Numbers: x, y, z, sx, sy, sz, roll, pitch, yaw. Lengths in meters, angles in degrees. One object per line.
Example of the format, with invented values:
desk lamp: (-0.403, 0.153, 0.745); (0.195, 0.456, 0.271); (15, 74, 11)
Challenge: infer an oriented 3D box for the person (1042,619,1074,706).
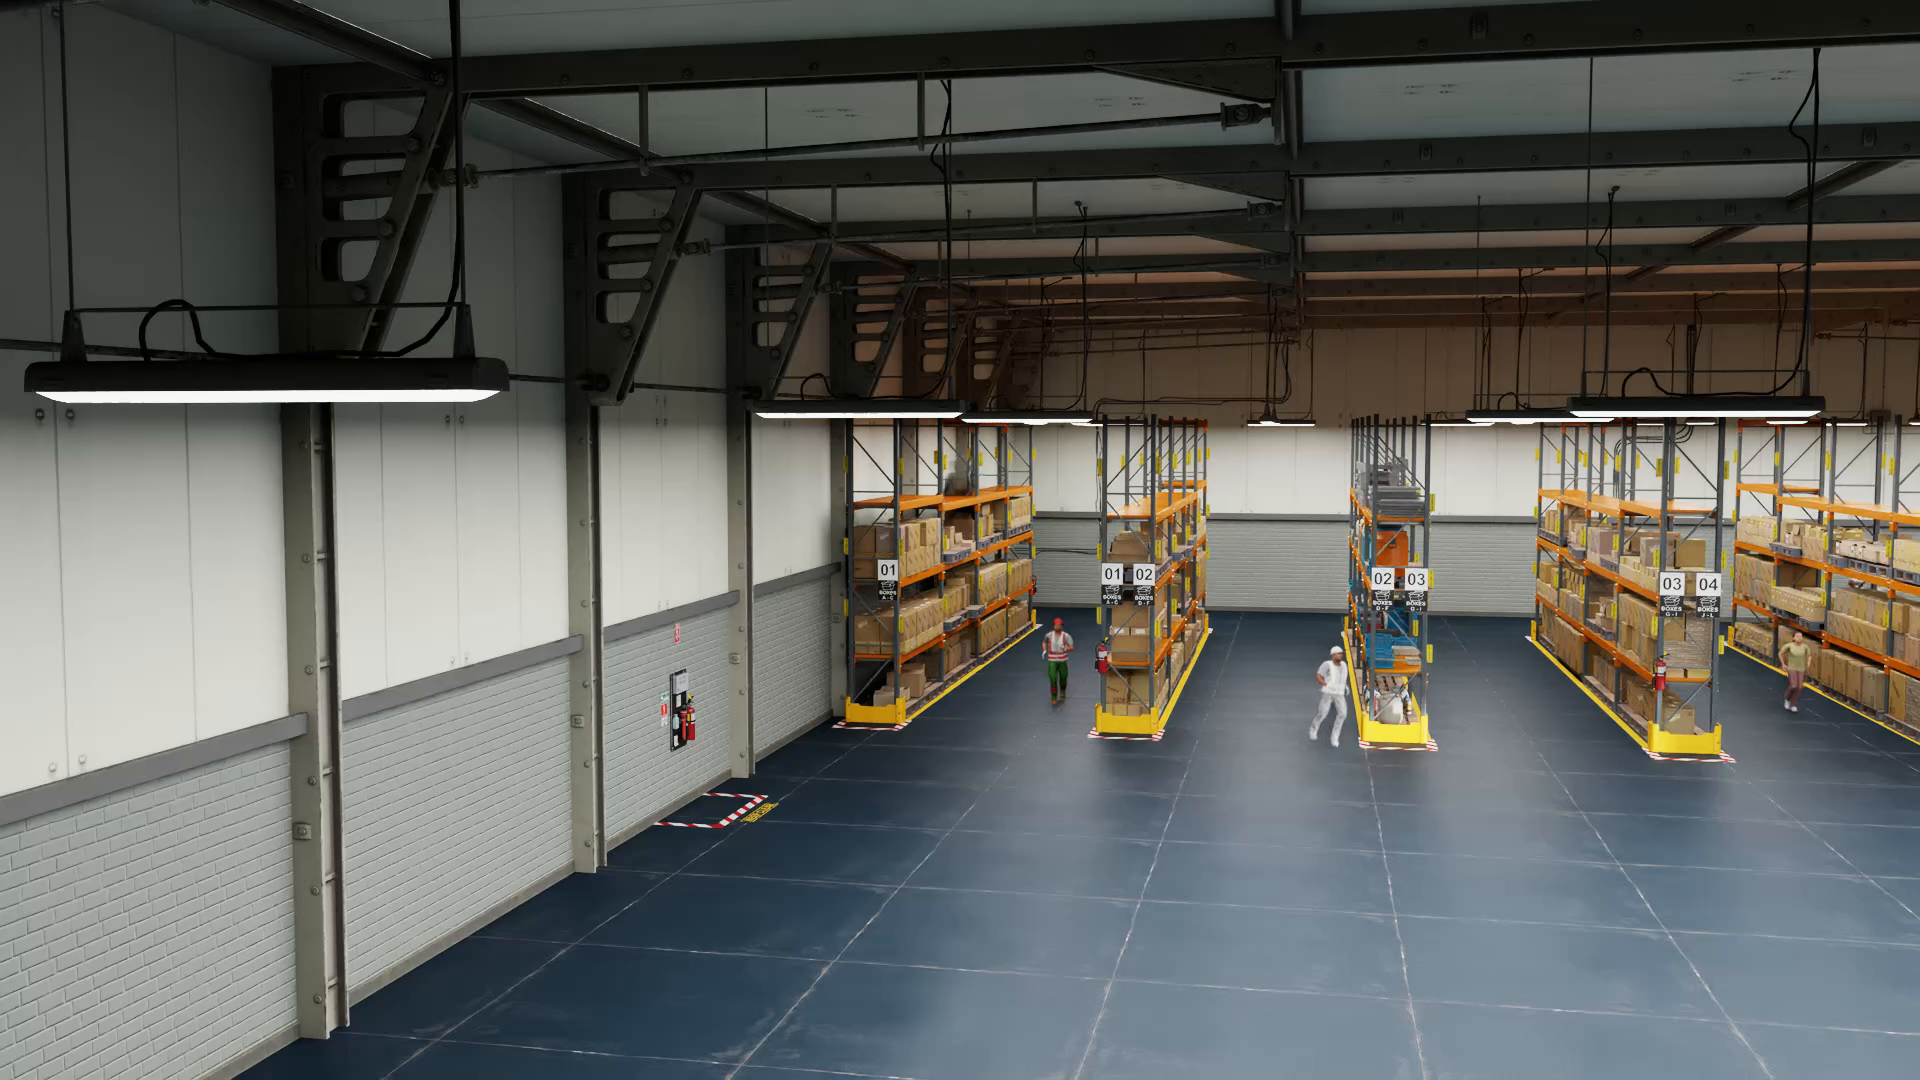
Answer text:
person: (2.032, 2.511, 34.532); (0.663, 1.766, 0.997); (0, 4, 6)

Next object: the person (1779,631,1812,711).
person: (16.964, 2.655, 33.697); (0.587, 1.637, 0.549); (0, 4, 6)

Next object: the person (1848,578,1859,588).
person: (24.082, 1.868, 44.735); (0.887, 1.798, 0.710); (1, 4, 21)

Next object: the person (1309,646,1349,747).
person: (6.811, 2.834, 30.317); (0.745, 1.804, 0.710); (-1, 4, -19)

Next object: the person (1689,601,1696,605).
person: (19.195, 1.985, 44.176); (0.750, 1.591, 0.562); (2, 4, 28)
